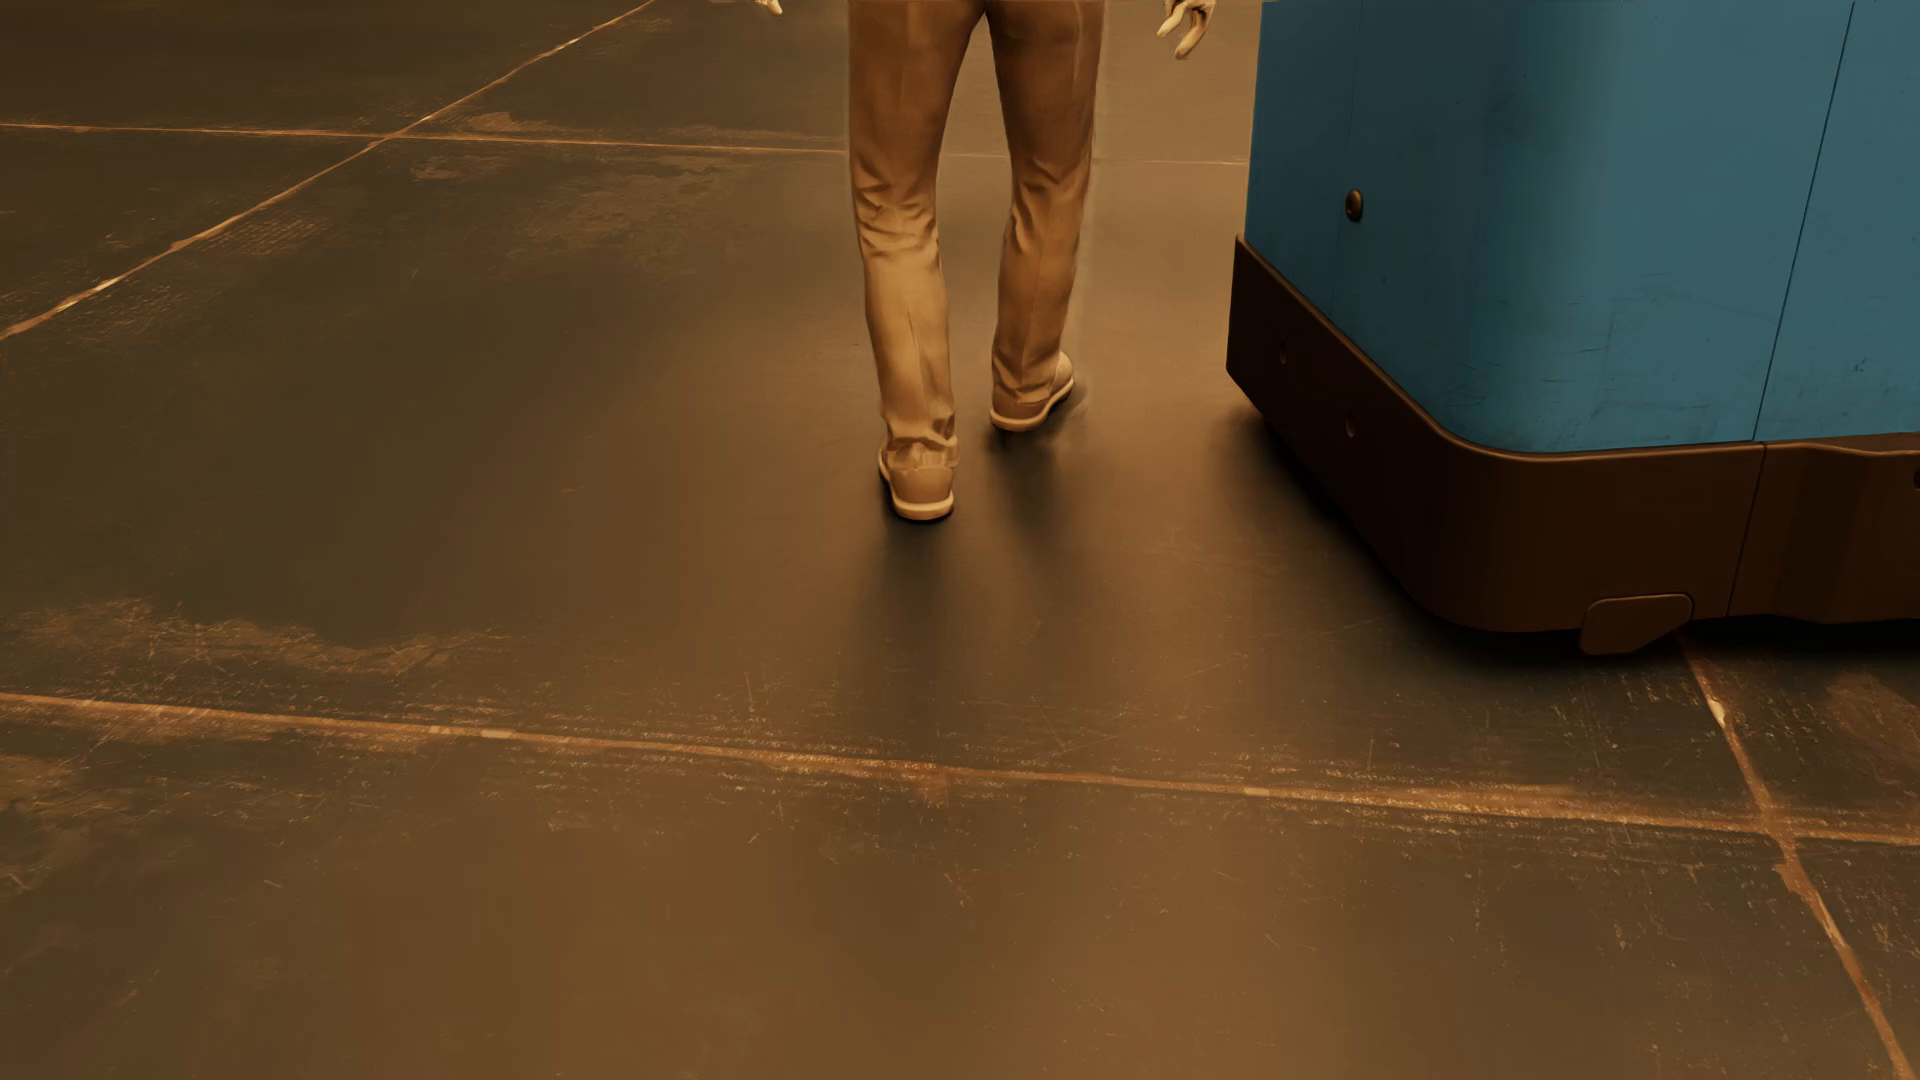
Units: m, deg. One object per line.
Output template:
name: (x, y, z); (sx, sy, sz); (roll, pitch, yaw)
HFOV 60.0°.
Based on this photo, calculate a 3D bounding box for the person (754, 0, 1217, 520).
person: (0.004, -0.887, 2.459); (0.697, 1.620, 0.623); (-2, 27, -4)

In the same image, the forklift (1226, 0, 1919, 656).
forklift: (2.031, -1.452, 2.128); (3.031, 2.935, 1.130); (-4, 27, -7)
